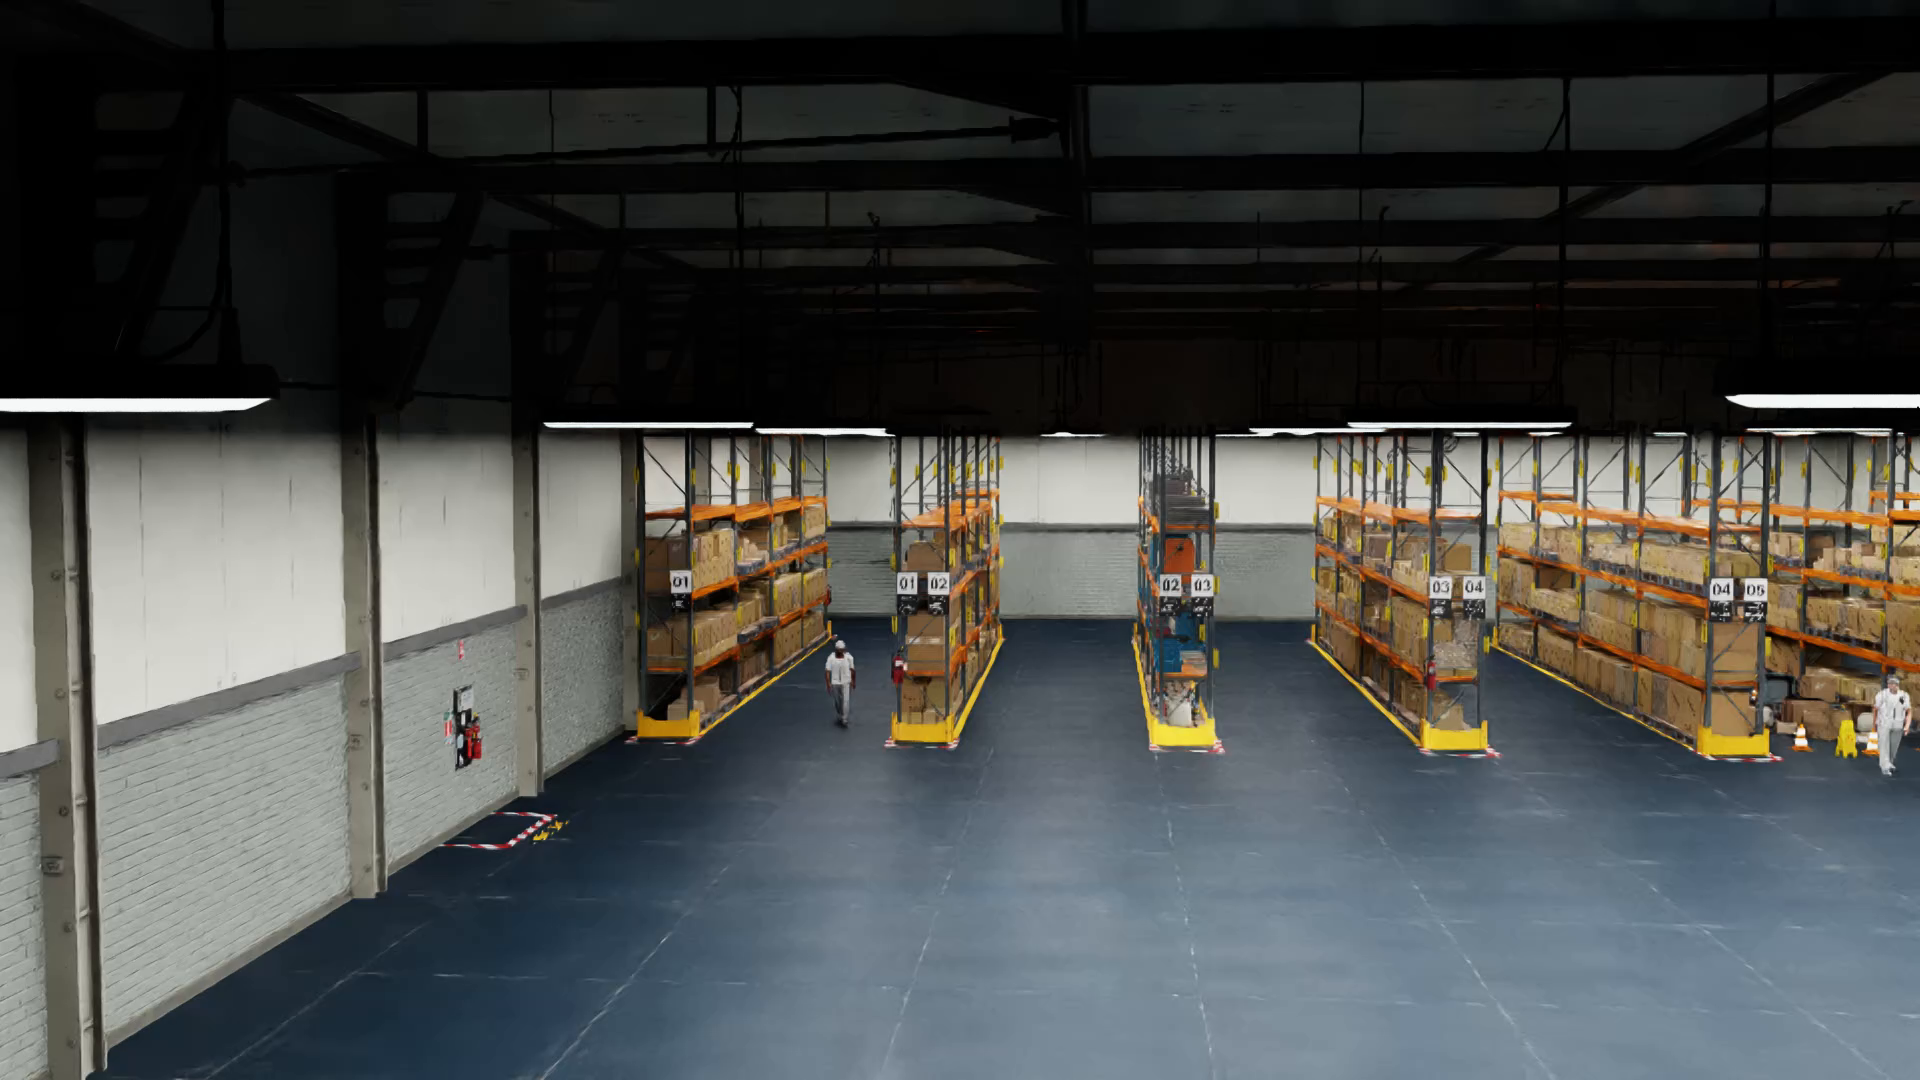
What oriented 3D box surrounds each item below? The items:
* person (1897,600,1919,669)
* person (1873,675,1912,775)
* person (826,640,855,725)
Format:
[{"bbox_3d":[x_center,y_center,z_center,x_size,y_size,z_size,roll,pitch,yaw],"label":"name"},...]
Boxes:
[{"bbox_3d":[23.279,2.348,40.560,0.653,1.771,0.697,1,4,23],"label":"person"},{"bbox_3d":[15.884,3.127,28.328,0.533,1.707,1.040,1,4,13],"label":"person"},{"bbox_3d":[-2.407,2.832,33.314,0.583,1.686,1.111,0,3,3],"label":"person"}]
